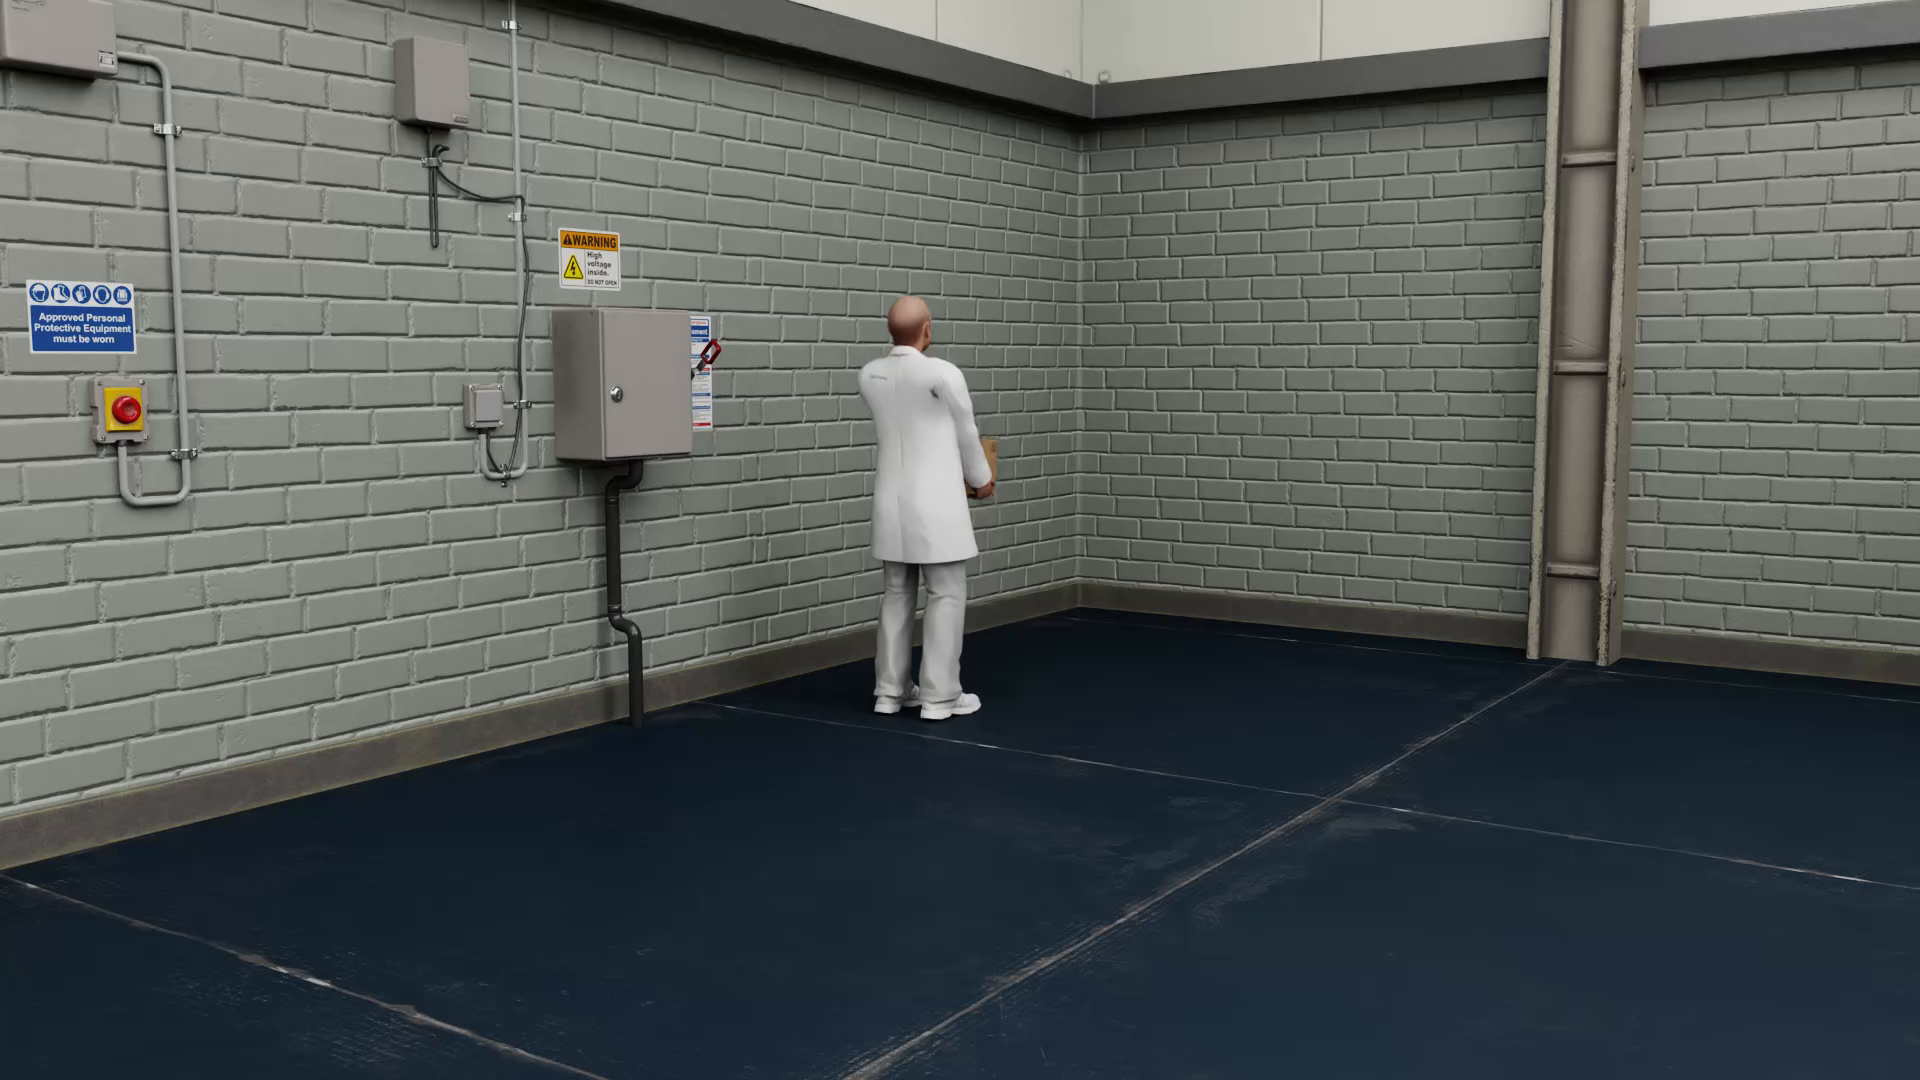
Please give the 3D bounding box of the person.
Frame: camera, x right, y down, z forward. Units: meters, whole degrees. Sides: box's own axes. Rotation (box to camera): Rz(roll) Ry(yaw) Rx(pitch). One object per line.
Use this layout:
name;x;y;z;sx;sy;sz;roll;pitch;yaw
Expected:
person;-0.172;-0.141;7.074;0.643;1.772;0.433;4;7;31
